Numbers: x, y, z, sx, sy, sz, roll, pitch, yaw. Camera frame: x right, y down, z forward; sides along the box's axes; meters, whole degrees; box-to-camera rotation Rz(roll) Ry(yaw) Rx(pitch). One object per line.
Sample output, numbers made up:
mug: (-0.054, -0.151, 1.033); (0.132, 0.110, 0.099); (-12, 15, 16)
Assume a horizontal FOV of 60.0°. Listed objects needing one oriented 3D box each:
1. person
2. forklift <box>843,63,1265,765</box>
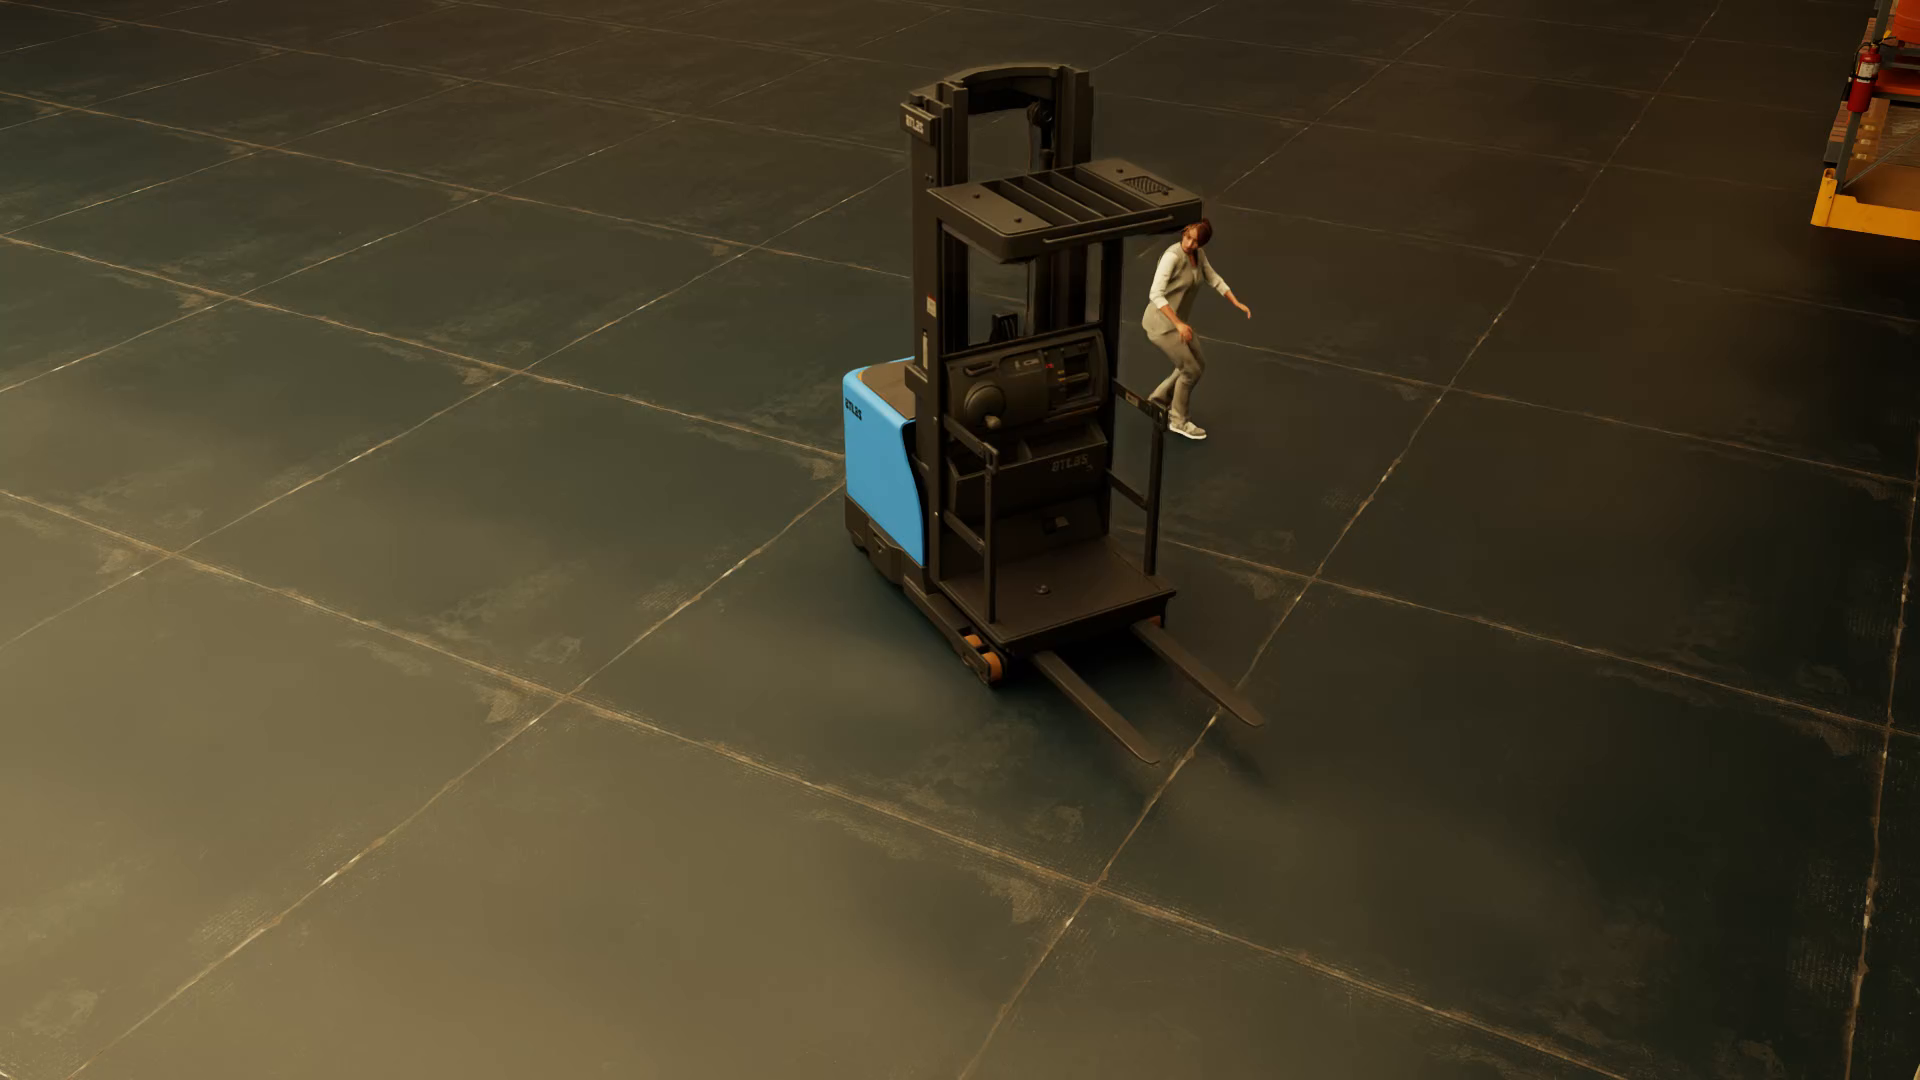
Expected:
person: (1.528, -1.386, 10.897); (0.648, 1.513, 0.676); (15, 33, 24)
forklift: (0.458, -0.776, 8.415); (1.130, 2.935, 3.031); (-15, 33, -24)
